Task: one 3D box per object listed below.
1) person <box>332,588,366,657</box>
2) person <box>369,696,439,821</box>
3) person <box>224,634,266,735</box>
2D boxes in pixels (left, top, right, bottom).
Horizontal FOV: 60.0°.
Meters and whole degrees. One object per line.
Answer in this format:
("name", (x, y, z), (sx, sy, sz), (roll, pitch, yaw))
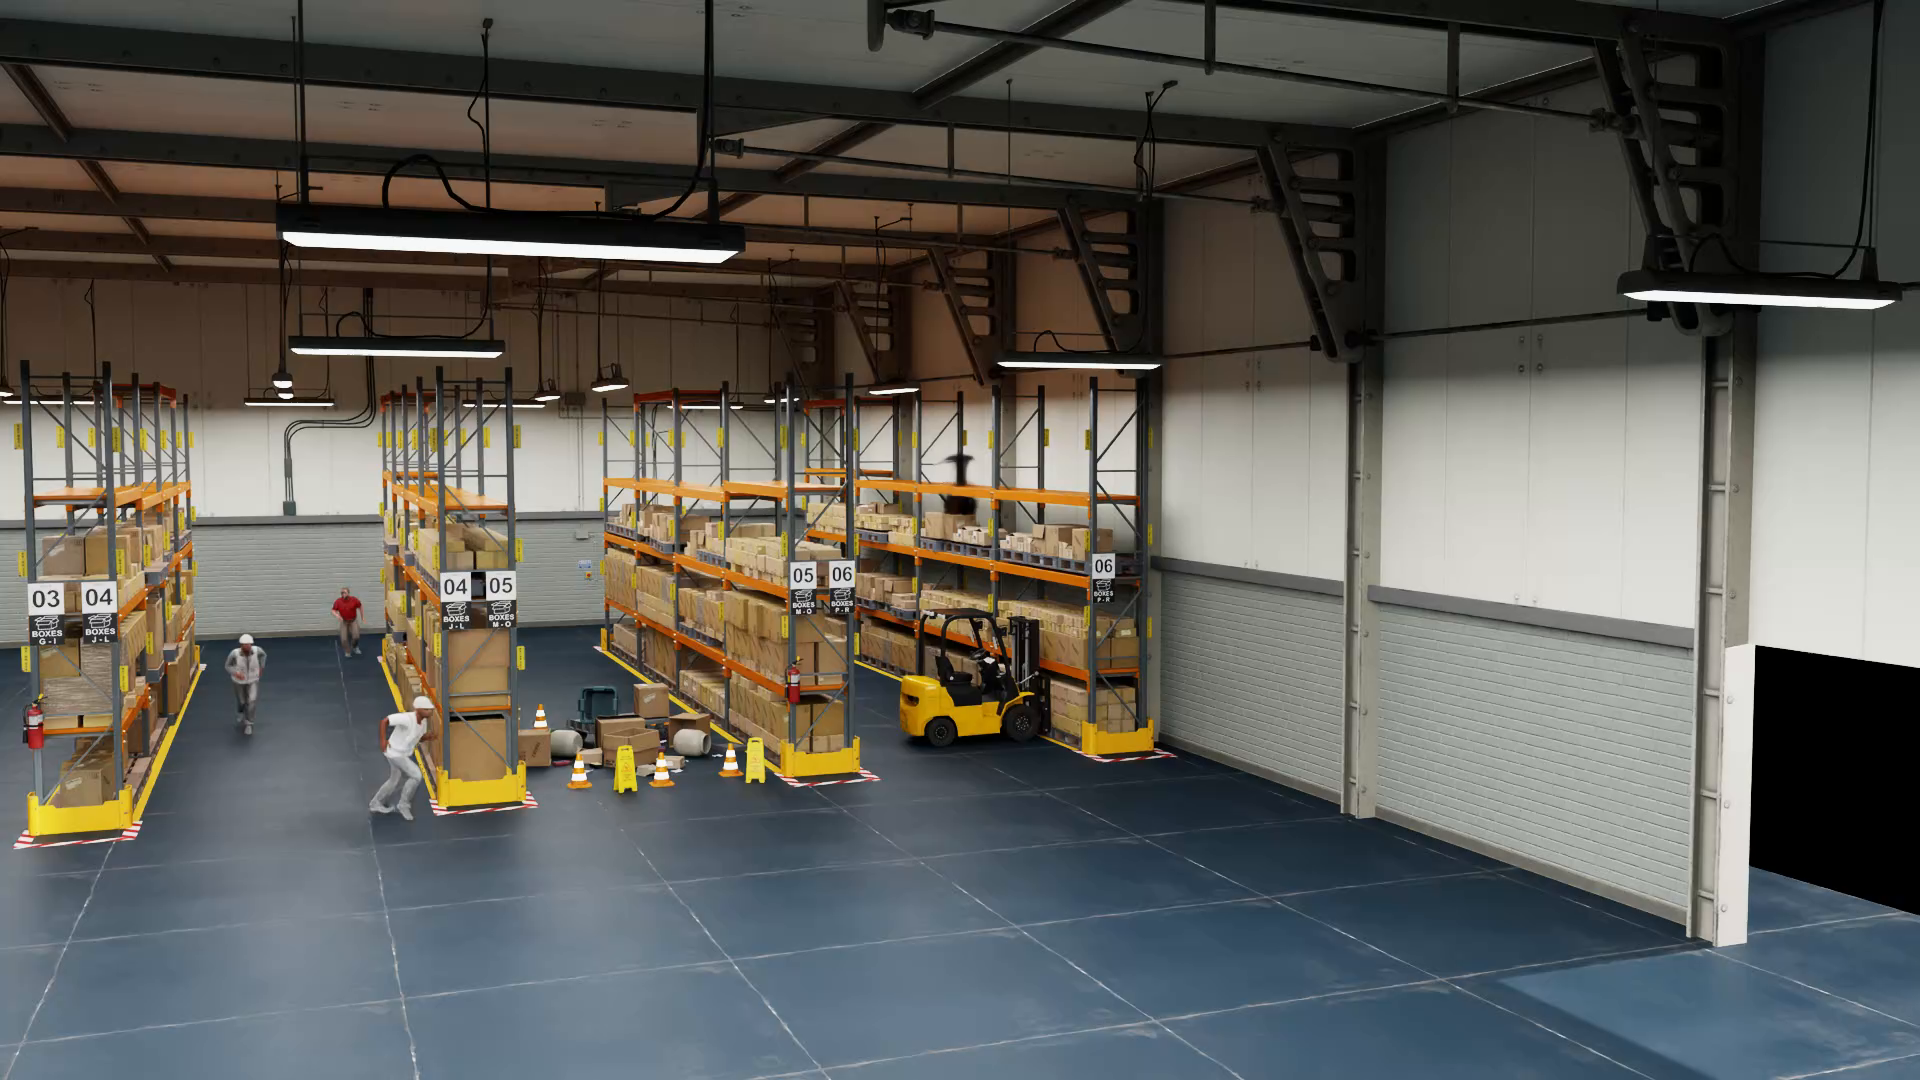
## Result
("person", (-14.024, 1.898, 38.171), (0.725, 1.632, 0.802), (-1, 4, -16))
("person", (-7.377, 2.886, 21.912), (0.969, 1.672, 0.752), (1, 4, 13))
("person", (-12.317, 2.448, 28.648), (0.691, 1.732, 1.039), (-2, 4, -32))
